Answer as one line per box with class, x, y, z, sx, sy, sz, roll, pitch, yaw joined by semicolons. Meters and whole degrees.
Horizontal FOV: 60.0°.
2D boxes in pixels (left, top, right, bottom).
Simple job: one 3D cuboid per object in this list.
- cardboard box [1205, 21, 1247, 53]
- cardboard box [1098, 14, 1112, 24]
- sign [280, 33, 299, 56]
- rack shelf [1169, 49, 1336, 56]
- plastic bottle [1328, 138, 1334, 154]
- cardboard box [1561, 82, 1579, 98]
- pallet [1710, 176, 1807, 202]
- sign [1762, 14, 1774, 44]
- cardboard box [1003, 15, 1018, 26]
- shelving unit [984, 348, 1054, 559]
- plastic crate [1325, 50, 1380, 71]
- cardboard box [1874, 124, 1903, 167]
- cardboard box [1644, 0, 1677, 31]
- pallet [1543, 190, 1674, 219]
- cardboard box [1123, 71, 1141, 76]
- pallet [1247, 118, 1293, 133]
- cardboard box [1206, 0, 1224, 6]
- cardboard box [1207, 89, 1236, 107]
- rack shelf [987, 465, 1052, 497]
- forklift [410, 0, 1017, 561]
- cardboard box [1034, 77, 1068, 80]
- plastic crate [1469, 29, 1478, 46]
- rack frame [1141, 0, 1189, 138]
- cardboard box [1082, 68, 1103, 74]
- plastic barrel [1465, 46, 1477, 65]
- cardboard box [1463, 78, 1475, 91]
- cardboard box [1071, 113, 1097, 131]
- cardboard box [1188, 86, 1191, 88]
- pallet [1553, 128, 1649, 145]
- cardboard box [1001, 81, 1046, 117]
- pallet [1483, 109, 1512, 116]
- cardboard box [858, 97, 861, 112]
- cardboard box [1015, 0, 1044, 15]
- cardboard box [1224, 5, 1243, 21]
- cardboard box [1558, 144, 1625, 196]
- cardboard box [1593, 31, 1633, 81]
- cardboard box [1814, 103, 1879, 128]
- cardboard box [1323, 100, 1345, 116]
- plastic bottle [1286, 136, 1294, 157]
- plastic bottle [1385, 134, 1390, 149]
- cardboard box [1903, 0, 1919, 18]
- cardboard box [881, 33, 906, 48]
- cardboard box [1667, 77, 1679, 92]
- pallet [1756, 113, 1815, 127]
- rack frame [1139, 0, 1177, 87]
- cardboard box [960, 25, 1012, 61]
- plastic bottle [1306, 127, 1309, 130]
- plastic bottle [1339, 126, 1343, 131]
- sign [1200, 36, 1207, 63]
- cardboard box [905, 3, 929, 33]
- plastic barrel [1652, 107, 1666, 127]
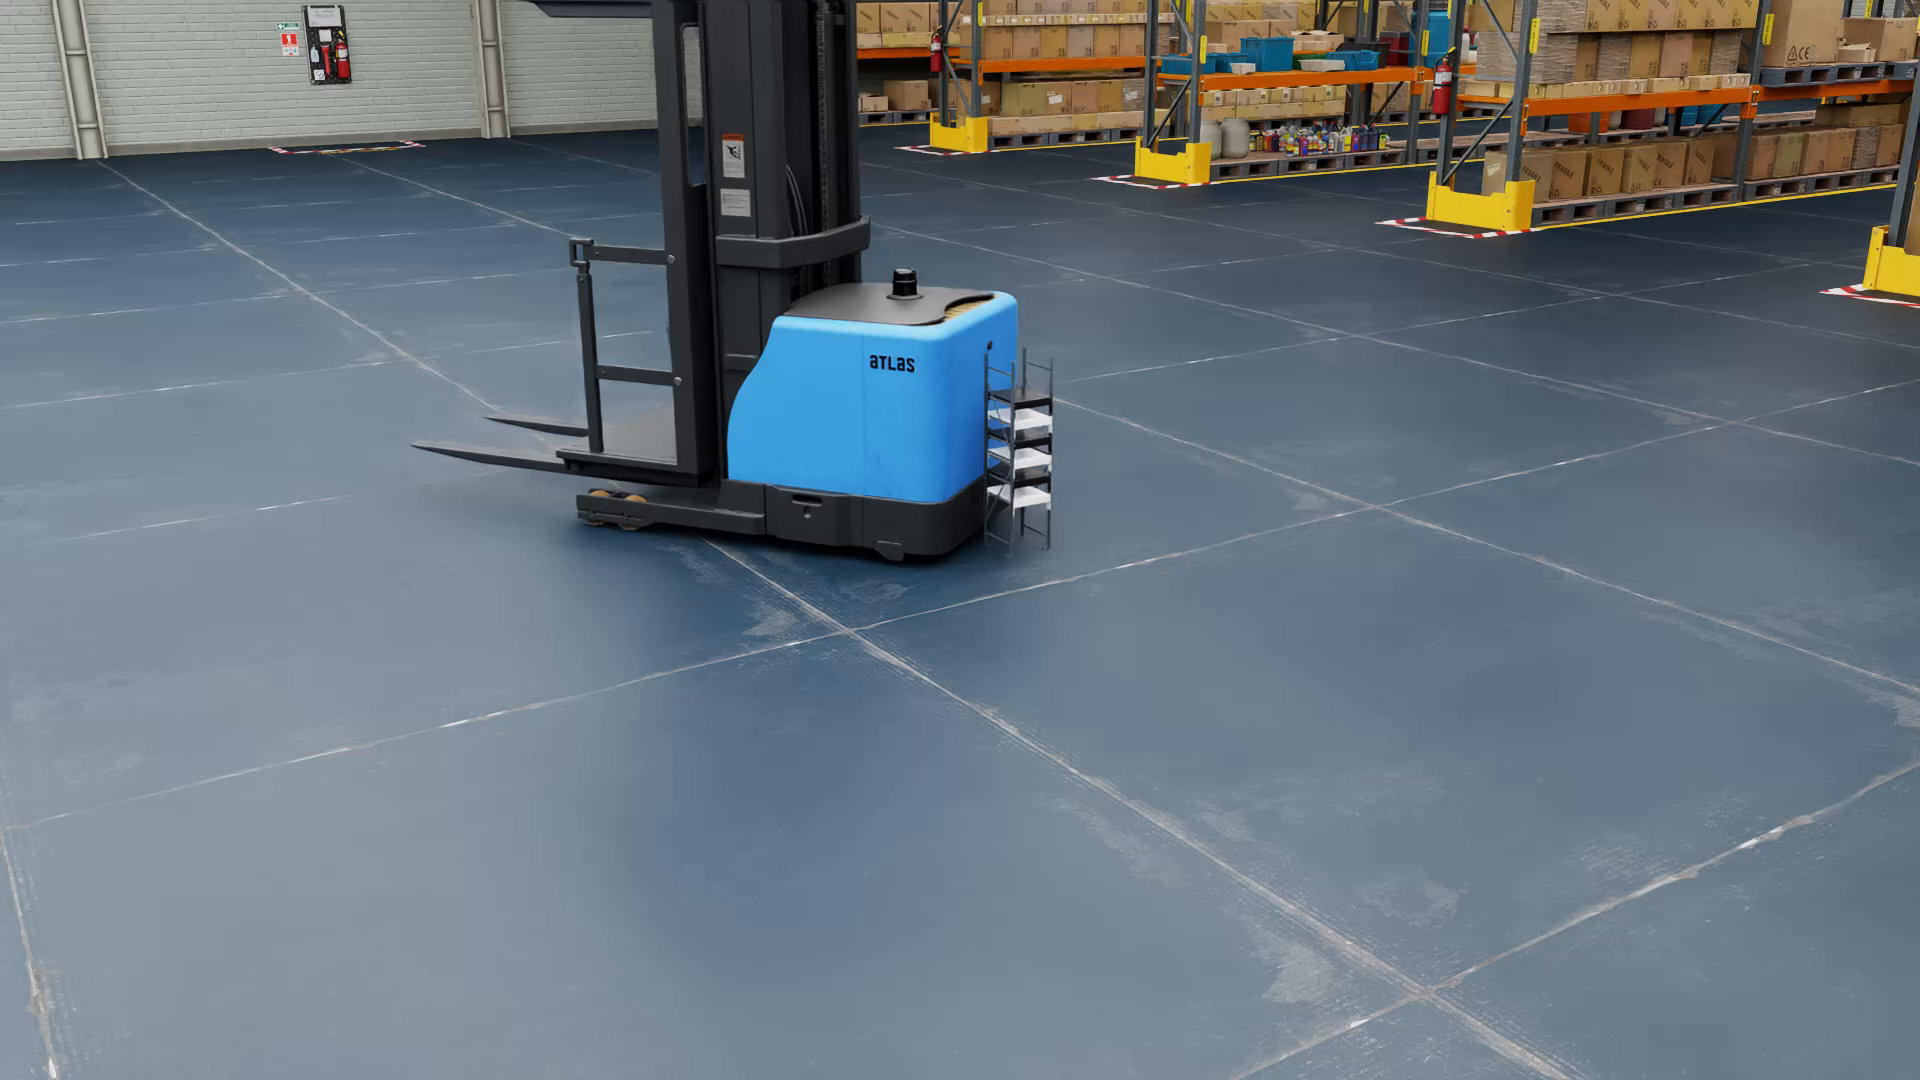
cardboard box;4.427;-8.402;27.757;0.500;0.500;0.500;-10;21;-28
cardboard box;2.166;-8.157;26.020;0.250;0.149;0.380;-11;22;-30
sign;-10.237;-7.570;25.398;0.234;0.329;0.001;-12;22;-31
rack shelf;5.007;-8.142;28.269;4.000;0.370;1.077;-12;22;-31
plastic bottle;5.027;-5.351;22.572;0.097;0.201;0.097;0;19;0
cardboard box;6.246;-4.722;17.421;0.250;0.149;0.380;-12;22;-31
pallet;9.431;-4.297;20.125;1.213;0.211;1.003;-12;22;-31
sign;9.087;-5.747;18.708;0.005;0.325;0.100;-12;22;-31
cardboard box;0.661;-7.840;25.081;0.250;0.149;0.380;-13;22;-33
shelving unit;0.261;-0.392;7.500;0.210;0.900;0.258;-11;22;-29
plastic crate;5.283;-6.467;22.423;0.616;0.251;0.499;-12;22;-31
cardboard box;11.574;-5.086;21.321;0.500;0.500;0.700;-13;23;-34
cardboard box;7.303;-5.726;17.817;0.500;0.500;0.500;-12;22;-31
pallet;7.220;-3.815;18.701;1.213;0.211;1.003;-12;22;-31
cardboard box;3.377;-9.043;33.027;0.500;0.500;0.700;-12;22;-31
pallet;4.950;-7.166;28.612;1.213;0.211;1.003;-12;22;-31
cardboard box;4.919;-10.819;33.239;0.500;0.250;0.500;-12;22;-32
cardboard box;4.240;-7.386;27.670;0.500;0.311;0.500;-12;22;-32
rack shelf;0.261;-0.275;7.540;0.200;0.077;0.258;-11;22;-29
forklift;-1.283;-1.579;7.840;3.031;2.935;1.130;7;20;21
cardboard box;1.525;-7.120;26.588;0.500;0.500;0.500;-12;22;-31
plastic crate;7.880;-7.337;24.665;0.583;0.464;0.402;-12;22;-31
rack frame;3.337;-8.131;27.112;0.127;3.000;1.000;-12;22;-31
cardboard box;2.440;-9.223;32.387;0.500;0.250;0.500;-12;22;-32
plastic barrel;7.247;-6.932;23.781;0.301;0.262;0.301;0;19;0
cardboard box;9.346;-8.316;30.875;0.500;0.500;0.500;-12;22;-31
cardboard box;1.820;-6.621;26.284;0.500;0.250;0.500;-12;22;-31
cardboard box;3.948;-7.534;28.109;0.500;0.311;0.500;-11;22;-30
pallet;10.034;-6.339;26.165;1.213;0.211;1.003;-12;22;-31
cardboard box;0.983;-6.801;25.646;0.500;0.500;0.500;-12;22;-31
pallet;10.592;-8.340;32.083;1.213;0.211;1.003;-12;22;-31
cardboard box;-2.104;-7.783;29.594;0.500;0.311;0.500;-15;24;-37
cardboard box;0.873;-8.270;25.343;0.500;0.500;0.700;-13;22;-33
cardboard box;5.354;-10.551;33.620;0.500;0.500;0.500;-12;22;-32
cardboard box;6.985;-4.116;18.483;0.500;0.500;0.500;-10;21;-26
cardboard box;6.708;-5.250;17.971;0.500;0.500;0.875;-12;22;-31
cardboard box;11.142;-5.342;20.909;0.500;0.250;0.500;-9;21;-25
cardboard box;6.372;-7.574;29.102;0.500;0.250;0.500;-11;22;-30
plastic bottle;4.403;-5.253;22.171;0.097;0.271;0.097;0;19;0
plastic bottle;5.926;-5.541;23.133;0.097;0.201;0.097;0;19;0
cardboard box;12.742;-6.832;21.547;0.637;0.503;0.797;-11;22;-30
cardboard box;-1.295;-8.873;29.511;0.500;0.250;0.500;-12;22;-32
cardboard box;7.693;-5.038;18.356;0.250;0.149;0.380;-12;22;-31
pallet;14.352;-7.249;28.859;1.213;0.211;1.003;-12;22;-31
rack frame;3.950;-10.160;33.113;0.127;3.000;1.000;-12;22;-31
cardboard box;0.393;-7.552;25.245;0.500;0.500;0.700;-12;22;-31
plastic bottle;4.837;-5.644;23.312;0.133;0.283;0.061;-11;21;-29
plastic bottle;5.354;-5.695;23.462;0.133;0.283;0.061;-12;22;-31
sign;3.016;-6.084;20.625;0.005;0.325;0.100;-12;22;-31
cardboard box;-0.890;-9.316;29.649;0.500;0.500;0.500;-11;22;-30
plastic barrel;11.163;-6.943;26.828;0.421;0.512;0.421;0;19;0
